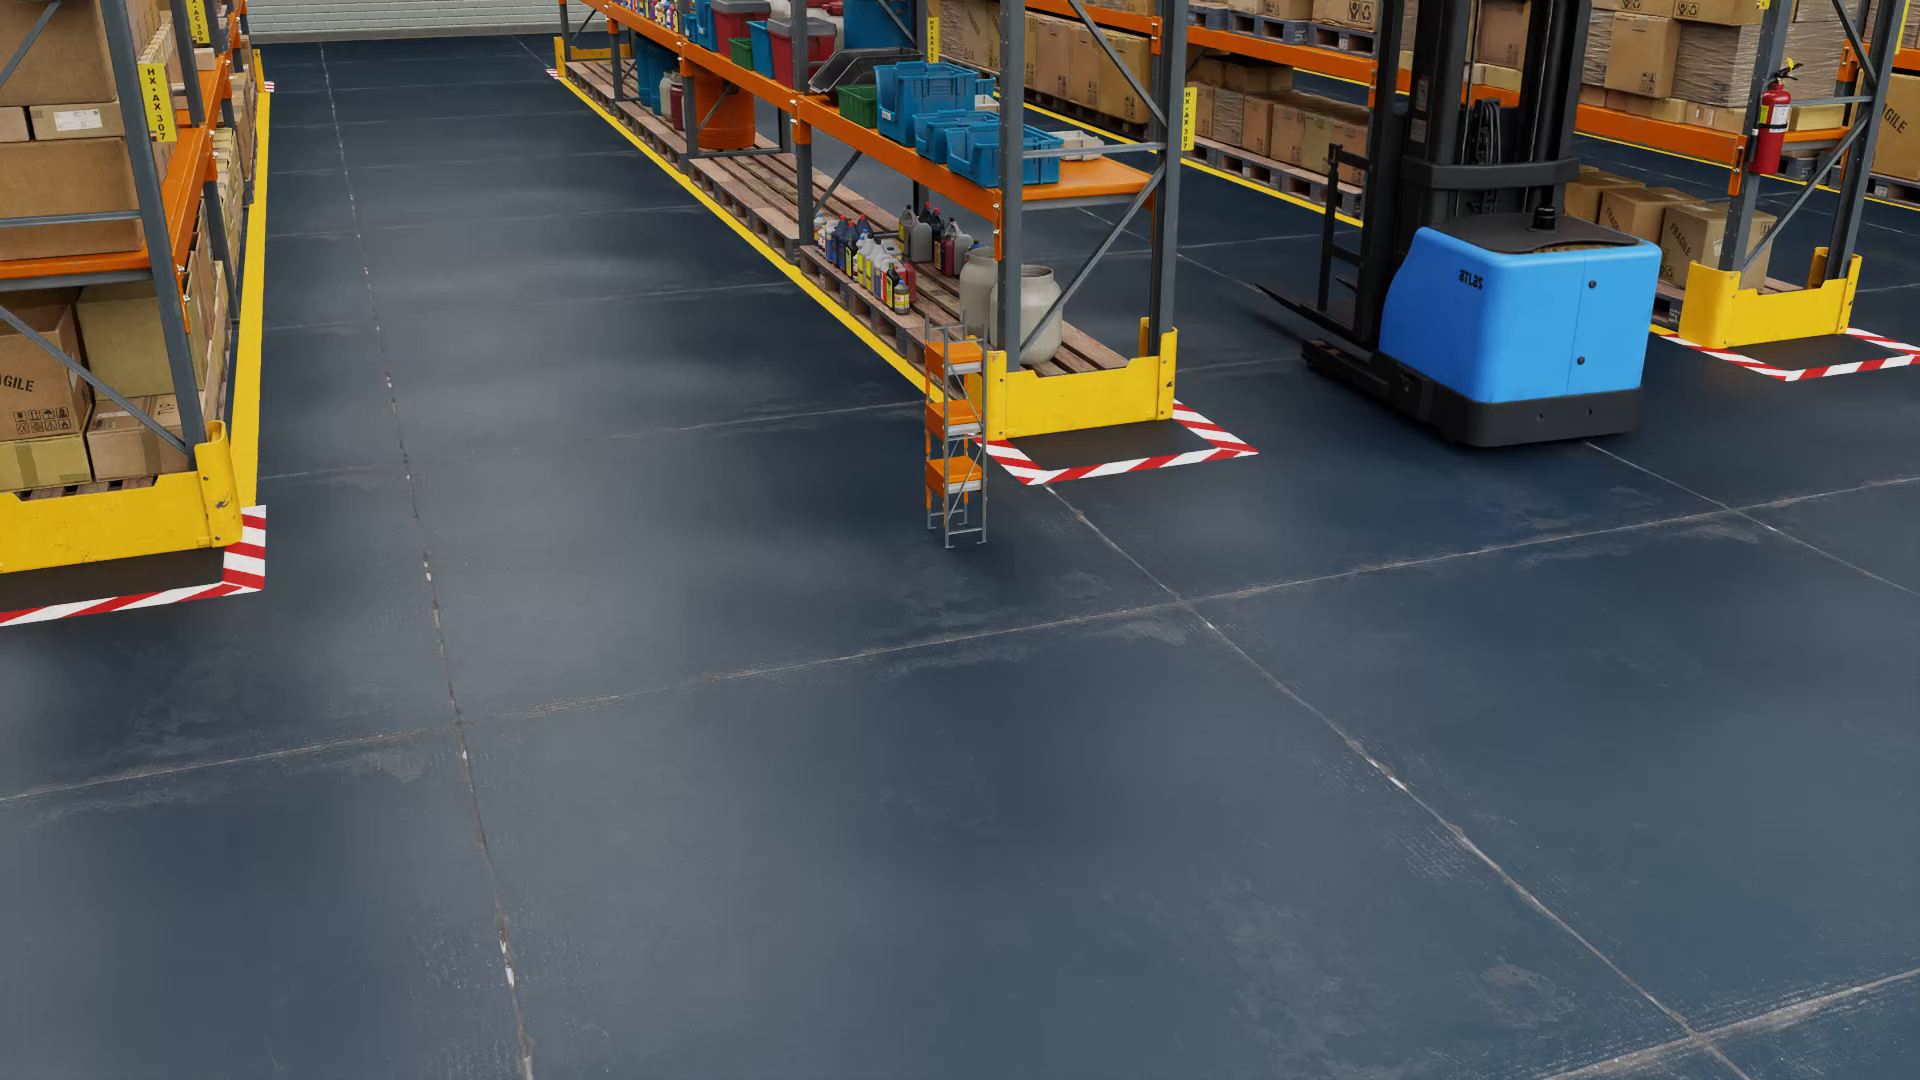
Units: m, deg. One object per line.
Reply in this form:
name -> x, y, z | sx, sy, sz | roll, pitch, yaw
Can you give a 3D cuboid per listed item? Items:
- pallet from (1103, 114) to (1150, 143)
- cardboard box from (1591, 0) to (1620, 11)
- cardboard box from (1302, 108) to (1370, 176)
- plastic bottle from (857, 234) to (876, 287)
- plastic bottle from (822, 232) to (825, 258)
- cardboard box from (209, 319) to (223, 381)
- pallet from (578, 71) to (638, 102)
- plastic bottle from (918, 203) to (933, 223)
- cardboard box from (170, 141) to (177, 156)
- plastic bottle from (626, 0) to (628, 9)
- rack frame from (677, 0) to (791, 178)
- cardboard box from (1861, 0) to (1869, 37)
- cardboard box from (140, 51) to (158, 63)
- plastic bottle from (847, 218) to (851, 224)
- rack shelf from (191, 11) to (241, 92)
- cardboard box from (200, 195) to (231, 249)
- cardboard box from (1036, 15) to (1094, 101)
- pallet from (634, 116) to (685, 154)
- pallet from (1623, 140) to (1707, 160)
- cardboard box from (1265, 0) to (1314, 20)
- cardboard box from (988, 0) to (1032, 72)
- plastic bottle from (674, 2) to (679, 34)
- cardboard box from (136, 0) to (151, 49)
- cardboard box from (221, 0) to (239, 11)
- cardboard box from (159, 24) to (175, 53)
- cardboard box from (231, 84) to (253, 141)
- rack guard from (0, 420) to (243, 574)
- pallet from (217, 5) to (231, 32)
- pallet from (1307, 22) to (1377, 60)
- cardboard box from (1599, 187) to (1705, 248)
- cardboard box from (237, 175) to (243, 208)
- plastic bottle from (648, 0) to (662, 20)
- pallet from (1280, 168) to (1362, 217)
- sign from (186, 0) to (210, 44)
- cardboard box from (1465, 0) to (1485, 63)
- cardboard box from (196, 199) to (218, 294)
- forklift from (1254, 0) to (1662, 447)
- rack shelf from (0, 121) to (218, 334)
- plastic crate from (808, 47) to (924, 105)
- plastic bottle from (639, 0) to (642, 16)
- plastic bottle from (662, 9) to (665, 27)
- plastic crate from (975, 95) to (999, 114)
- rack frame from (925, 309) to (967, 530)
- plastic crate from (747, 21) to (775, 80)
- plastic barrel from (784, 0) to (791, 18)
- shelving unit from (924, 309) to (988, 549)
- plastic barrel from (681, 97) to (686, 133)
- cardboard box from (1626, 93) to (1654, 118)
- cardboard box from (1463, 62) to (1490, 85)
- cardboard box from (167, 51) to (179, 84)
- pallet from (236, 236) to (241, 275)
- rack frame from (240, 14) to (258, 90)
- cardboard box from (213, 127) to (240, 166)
pallet -> 2.288, -4.632, 18.469 | 1.003, 0.211, 1.213 | -8, 24, -19
cardboard box -> 4.540, -3.887, 11.310 | 0.500, 0.500, 0.500 | -8, 24, -19
cardboard box -> 3.561, -3.620, 15.129 | 0.700, 0.500, 0.500 | -8, 24, -19
plastic bottle -> -0.611, -1.896, 11.232 | 0.144, 0.351, 0.185 | -9, 24, -19
plastic bottle -> -0.951, -2.151, 12.028 | 0.097, 0.201, 0.097 | 0, 23, 0
cardboard box -> -4.457, -1.053, 9.386 | 0.500, 0.250, 0.500 | -8, 24, -19
pallet -> -4.282, -5.815, 21.276 | 1.003, 0.211, 1.213 | -8, 24, -19
plastic bottle -> -0.228, -2.275, 12.130 | 0.144, 0.351, 0.185 | -9, 24, -20
cardboard box -> -5.005, -2.504, 9.701 | 0.700, 0.500, 0.500 | -9, 24, -20
plastic bottle -> -3.599, -5.936, 18.137 | 0.097, 0.271, 0.097 | 0, 23, 0
rack frame -> -2.138, -4.941, 15.611 | 1.000, 3.000, 0.127 | -8, 24, -19
cardboard box -> 8.150, -5.010, 15.646 | 0.500, 0.500, 0.500 | -8, 24, -19
cardboard box -> -4.520, -2.527, 8.920 | 0.380, 0.149, 0.250 | -8, 24, -17
plastic bottle -> -0.783, -2.164, 11.953 | 0.061, 0.283, 0.133 | -8, 24, -19
rack shelf -> -7.480, -4.658, 15.866 | 1.077, 0.370, 4.000 | -8, 24, -19
cardboard box -> -5.273, -2.179, 11.334 | 0.500, 0.311, 0.500 | -8, 24, -19
cardboard box -> 1.644, -5.734, 19.687 | 1.225, 0.875, 0.875 | -9, 25, -21
pallet -> -2.883, -4.379, 17.869 | 1.003, 0.211, 1.213 | -8, 24, -19
pallet -> 7.807, -4.240, 17.538 | 1.003, 0.211, 1.213 | -8, 24, -19
cardboard box -> 3.210, -5.025, 15.138 | 0.797, 0.503, 0.637 | -6, 24, -14
cardboard box -> 0.924, -6.539, 21.598 | 0.875, 0.875, 0.875 | -8, 24, -19
plastic bottle -> -2.680, -4.976, 15.843 | 0.061, 0.283, 0.133 | -8, 24, -19
cardboard box -> -4.842, -2.927, 9.034 | 0.700, 0.500, 0.500 | -8, 24, -19
cardboard box -> -8.112, -5.985, 17.959 | 0.500, 0.500, 0.500 | -8, 24, -18
cardboard box -> -5.064, -3.085, 10.243 | 0.380, 0.149, 0.250 | -8, 24, -19
cardboard box -> -7.400, -4.264, 16.657 | 0.500, 0.500, 0.500 | -8, 24, -18
rack guard -> -3.939, -0.195, 7.570 | 1.175, 0.500, 0.348 | -8, 24, -19
pallet -> -7.465, -4.880, 15.714 | 1.003, 0.211, 1.213 | -8, 24, -19
pallet -> 3.775, -4.376, 14.518 | 1.003, 0.211, 1.213 | -8, 24, -19
cardboard box -> 4.874, -2.197, 11.779 | 0.500, 0.500, 0.500 | -2, 23, -5
cardboard box -> -6.174, -2.845, 13.637 | 0.500, 0.250, 0.500 | -9, 24, -20
plastic bottle -> -3.101, -5.486, 16.966 | 0.144, 0.351, 0.185 | -8, 24, -19
pallet -> 3.632, -3.165, 14.987 | 1.003, 0.211, 1.213 | -8, 24, -19
sign -> -4.842, -3.321, 10.552 | 0.100, 0.325, 0.005 | -8, 24, -19
cardboard box -> 4.153, -3.992, 12.847 | 0.875, 0.500, 0.500 | -8, 24, -19
cardboard box -> -4.826, -1.760, 10.097 | 0.500, 0.500, 0.500 | -8, 24, -19
forklift -> 2.761, -2.381, 9.626 | 1.130, 2.935, 3.031 | -7, 24, -15
rack shelf -> -4.654, -1.751, 8.969 | 1.077, 0.370, 4.000 | -8, 24, -19
plastic crate -> -0.659, -3.251, 11.682 | 0.767, 0.338, 0.504 | -8, 24, -19
plastic bottle -> -3.320, -5.648, 17.454 | 0.097, 0.271, 0.097 | 0, 23, 0
plastic bottle -> -2.888, -5.172, 16.415 | 0.097, 0.201, 0.097 | 0, 23, 0
plastic crate -> 0.086, -2.811, 10.896 | 0.530, 0.136, 0.437 | -8, 24, -19
rack frame -> -0.062, -0.548, 7.697 | 0.200, 1.050, 0.008 | -8, 24, -19
plastic crate -> -1.406, -3.838, 13.015 | 0.392, 0.384, 0.575 | -8, 24, -19
plastic barrel -> -1.270, -4.352, 14.038 | 0.433, 0.535, 0.433 | 0, 23, 0
shelving unit -> -0.019, -0.503, 7.592 | 0.215, 1.050, 0.252 | -8, 24, -19
plastic barrel -> -2.610, -4.356, 16.886 | 0.421, 0.512, 0.421 | 0, 23, 0
cardboard box -> 4.730, -2.941, 11.189 | 0.380, 0.149, 0.250 | -8, 24, -19
cardboard box -> 4.041, -3.566, 12.673 | 0.380, 0.149, 0.250 | -8, 24, -19
cardboard box -> -5.802, -3.328, 11.655 | 0.500, 0.500, 0.500 | -7, 24, -15
pallet -> -6.092, -2.231, 12.771 | 1.003, 0.211, 1.213 | -8, 24, -19
rack frame -> -9.599, -7.170, 20.898 | 1.000, 3.000, 0.127 | -8, 24, -19
cardboard box -> -6.358, -3.291, 13.974 | 0.500, 0.311, 0.500 | -8, 24, -18
